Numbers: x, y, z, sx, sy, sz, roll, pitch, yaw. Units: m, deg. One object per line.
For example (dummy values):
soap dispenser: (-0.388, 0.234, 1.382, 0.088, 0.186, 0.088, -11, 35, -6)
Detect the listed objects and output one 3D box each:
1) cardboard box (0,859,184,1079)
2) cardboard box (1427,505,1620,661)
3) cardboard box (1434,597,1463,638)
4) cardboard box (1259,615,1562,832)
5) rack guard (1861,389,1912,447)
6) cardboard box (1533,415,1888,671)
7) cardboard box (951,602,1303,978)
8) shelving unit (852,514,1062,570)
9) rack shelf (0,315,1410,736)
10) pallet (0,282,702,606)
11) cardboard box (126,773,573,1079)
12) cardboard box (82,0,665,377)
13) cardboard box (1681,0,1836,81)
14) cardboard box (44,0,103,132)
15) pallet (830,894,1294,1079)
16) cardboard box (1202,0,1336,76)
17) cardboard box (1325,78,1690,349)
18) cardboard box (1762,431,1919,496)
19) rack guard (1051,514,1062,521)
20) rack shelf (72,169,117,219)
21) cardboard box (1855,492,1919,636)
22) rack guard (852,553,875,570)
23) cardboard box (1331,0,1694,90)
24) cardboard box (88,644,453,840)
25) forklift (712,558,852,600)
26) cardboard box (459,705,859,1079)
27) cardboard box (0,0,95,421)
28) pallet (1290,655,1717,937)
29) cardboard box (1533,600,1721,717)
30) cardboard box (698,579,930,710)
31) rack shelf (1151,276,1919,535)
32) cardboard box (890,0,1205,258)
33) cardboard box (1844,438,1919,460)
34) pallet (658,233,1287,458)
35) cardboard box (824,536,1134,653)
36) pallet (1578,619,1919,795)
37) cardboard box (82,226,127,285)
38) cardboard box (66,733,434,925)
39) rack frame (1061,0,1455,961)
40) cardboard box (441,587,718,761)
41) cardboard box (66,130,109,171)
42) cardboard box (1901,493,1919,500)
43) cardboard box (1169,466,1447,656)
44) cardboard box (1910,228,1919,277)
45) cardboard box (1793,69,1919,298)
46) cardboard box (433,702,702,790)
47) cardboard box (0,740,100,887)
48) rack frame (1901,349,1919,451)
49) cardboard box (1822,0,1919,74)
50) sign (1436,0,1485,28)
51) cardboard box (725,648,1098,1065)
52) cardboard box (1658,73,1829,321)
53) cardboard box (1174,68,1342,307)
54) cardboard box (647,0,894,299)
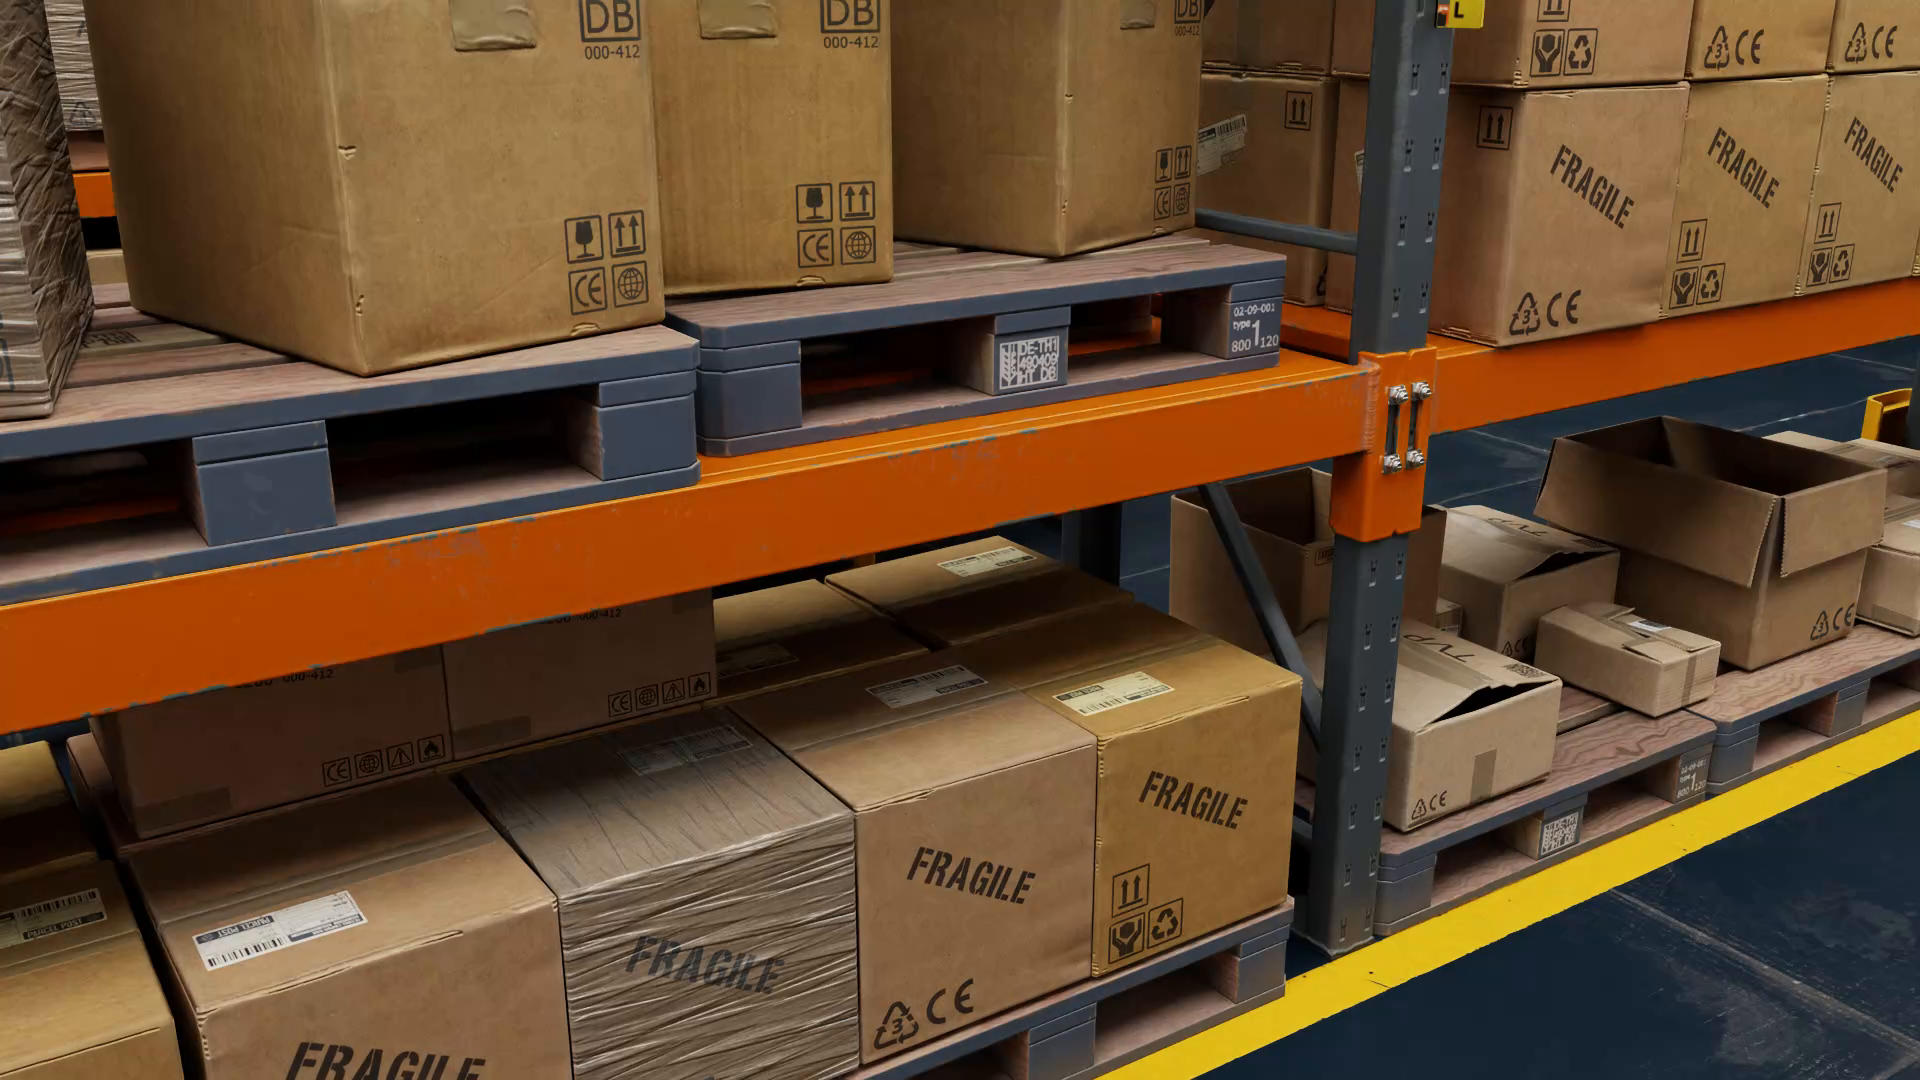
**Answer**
cardboard box: (-1.371, 0.835, 2.309, 0.500, 0.500, 0.500, -12, 22, -32)
cardboard box: (1.522, 0.096, 4.790, 0.500, 0.311, 0.500, -12, 22, -31)
cardboard box: (1.176, 0.222, 4.668, 0.250, 0.149, 0.380, -12, 22, -31)
cardboard box: (1.046, 0.388, 3.925, 0.500, 0.311, 0.500, -12, 22, -31)
rack guard: (3.853, -0.168, 5.962, 0.348, 0.500, 1.175, -12, 22, -31)
cardboard box: (2.142, -0.019, 4.830, 0.637, 0.503, 0.797, -12, 22, -31)
cardboard box: (0.322, 0.478, 3.363, 0.500, 0.500, 0.500, -12, 22, -32)
shelving unit: (-0.064, -0.697, 5.965, 1.083, 1.500, 0.587, -12, 22, -31)
rack shelf: (-1.094, 0.032, 2.591, 4.000, 0.370, 1.077, -12, 22, -31)
pallet: (-1.143, -0.210, 2.481, 1.213, 0.211, 1.003, -12, 22, -31)
cardboard box: (-0.938, 0.741, 2.585, 0.500, 0.500, 0.500, -13, 23, -33)
cardboard box: (-0.865, -0.580, 2.465, 0.700, 0.500, 0.500, 16, 24, 39)
cardboard box: (1.555, -1.281, 3.633, 0.500, 0.500, 0.500, -13, 22, -33)
cardboard box: (-3.243, -1.856, 6.399, 0.500, 0.500, 0.500, -12, 22, -31)
pallet: (-0.082, 0.813, 3.510, 1.213, 0.211, 1.003, -12, 22, -31)
cardboard box: (0.856, -1.341, 3.810, 0.500, 0.500, 0.500, -12, 22, -31)
cardboard box: (1.152, -0.726, 3.551, 0.500, 0.500, 0.500, -11, 22, -30)
cardboard box: (2.889, -0.164, 5.652, 0.500, 0.250, 0.500, -12, 22, -31)
rack guard: (0.352, -0.193, 6.425, 0.087, 0.250, 0.587, -12, 22, -31)
rack shelf: (-3.822, -1.293, 6.508, 4.000, 0.370, 1.077, -12, 22, -31)
cardboard box: (2.788, 0.049, 5.022, 0.500, 0.250, 0.500, -12, 22, -31)
rack guard: (-0.480, -0.017, 5.906, 0.087, 0.250, 0.587, -12, 22, -31)
cardboard box: (1.124, -1.190, 3.364, 0.500, 0.500, 0.500, -11, 22, -30)
cardboard box: (-1.216, 0.244, 2.885, 0.500, 0.250, 0.500, -12, 22, -32)
forklift: (-1.893, -1.052, 4.780, 3.031, 2.935, 1.130, -11, 21, -29)
cardboard box: (-0.515, 0.651, 2.852, 0.500, 0.500, 0.500, -12, 22, -31)
cardboard box: (-1.432, -0.454, 2.093, 0.500, 0.500, 0.700, -8, 20, -21)
pallet: (1.150, 0.539, 4.321, 1.213, 0.211, 1.003, -12, 22, -31)
cardboard box: (1.763, 0.301, 4.407, 0.250, 0.166, 0.380, -12, 22, -31)
cardboard box: (-0.401, 0.431, 3.501, 0.500, 0.500, 0.500, -12, 22, -31)
rack shelf: (2.247, -0.673, 4.675, 4.000, 0.370, 1.077, -12, 22, -31)
cardboard box: (0.058, -0.884, 3.364, 0.700, 0.500, 0.500, 14, 23, 35)
cardboard box: (3.378, -0.242, 6.041, 0.250, 0.149, 0.380, -12, 22, -31)
pallet: (-0.151, -0.459, 3.218, 1.213, 0.211, 1.003, -12, 22, -31)
cardboard box: (0.038, 0.334, 3.788, 0.500, 0.500, 0.500, -13, 23, -34)
pallet: (2.170, 0.323, 4.961, 1.213, 0.211, 1.003, -12, 22, -31)
cardboard box: (-3.363, -0.860, 6.805, 0.750, 0.750, 0.750, -11, 22, -30)
cardboard box: (-1.245, 0.606, 2.984, 0.500, 0.500, 0.500, -13, 23, -33)
rack frame: (0.576, -0.661, 3.517, 0.127, 3.000, 1.000, -12, 22, -31)
cardboard box: (-0.797, 0.155, 3.147, 0.500, 0.250, 0.500, -12, 22, -31)
cardboard box: (-3.363, -1.529, 6.444, 0.250, 0.149, 0.380, -13, 22, -33)
cardboard box: (3.211, -0.023, 5.367, 0.250, 0.166, 0.380, -12, 22, -31)
cardboard box: (0.896, 0.138, 4.369, 0.500, 0.500, 0.500, -12, 22, -31)
cardboard box: (2.421, -0.994, 4.346, 0.500, 0.500, 0.500, -12, 22, -32)
cardboard box: (1.997, -0.904, 4.079, 0.500, 0.500, 0.500, -12, 22, -32)
cardboard box: (-0.823, 0.517, 3.247, 0.500, 0.500, 0.500, -12, 22, -31)
cardboard box: (-1.680, 0.700, 2.706, 0.500, 0.500, 0.500, -13, 23, -33)
rack frame: (3.917, -1.366, 5.601, 0.127, 3.000, 1.000, -12, 22, -31)
cardboard box: (1.985, -1.372, 3.901, 0.500, 0.500, 0.500, -13, 22, -33)
sign: (0.884, -1.062, 2.895, 0.005, 0.325, 0.100, -12, 22, -31)
cardboard box: (-0.096, 0.563, 3.112, 0.500, 0.500, 0.500, -12, 22, -31)
cardboard box: (1.578, -0.817, 3.821, 0.500, 0.500, 0.500, -11, 22, -30)
cardboard box: (0.853, -0.865, 3.965, 0.500, 0.500, 0.500, -11, 22, -31)
cardboard box: (-0.482, -0.746, 2.956, 0.500, 0.500, 0.700, -8, 20, -23)
